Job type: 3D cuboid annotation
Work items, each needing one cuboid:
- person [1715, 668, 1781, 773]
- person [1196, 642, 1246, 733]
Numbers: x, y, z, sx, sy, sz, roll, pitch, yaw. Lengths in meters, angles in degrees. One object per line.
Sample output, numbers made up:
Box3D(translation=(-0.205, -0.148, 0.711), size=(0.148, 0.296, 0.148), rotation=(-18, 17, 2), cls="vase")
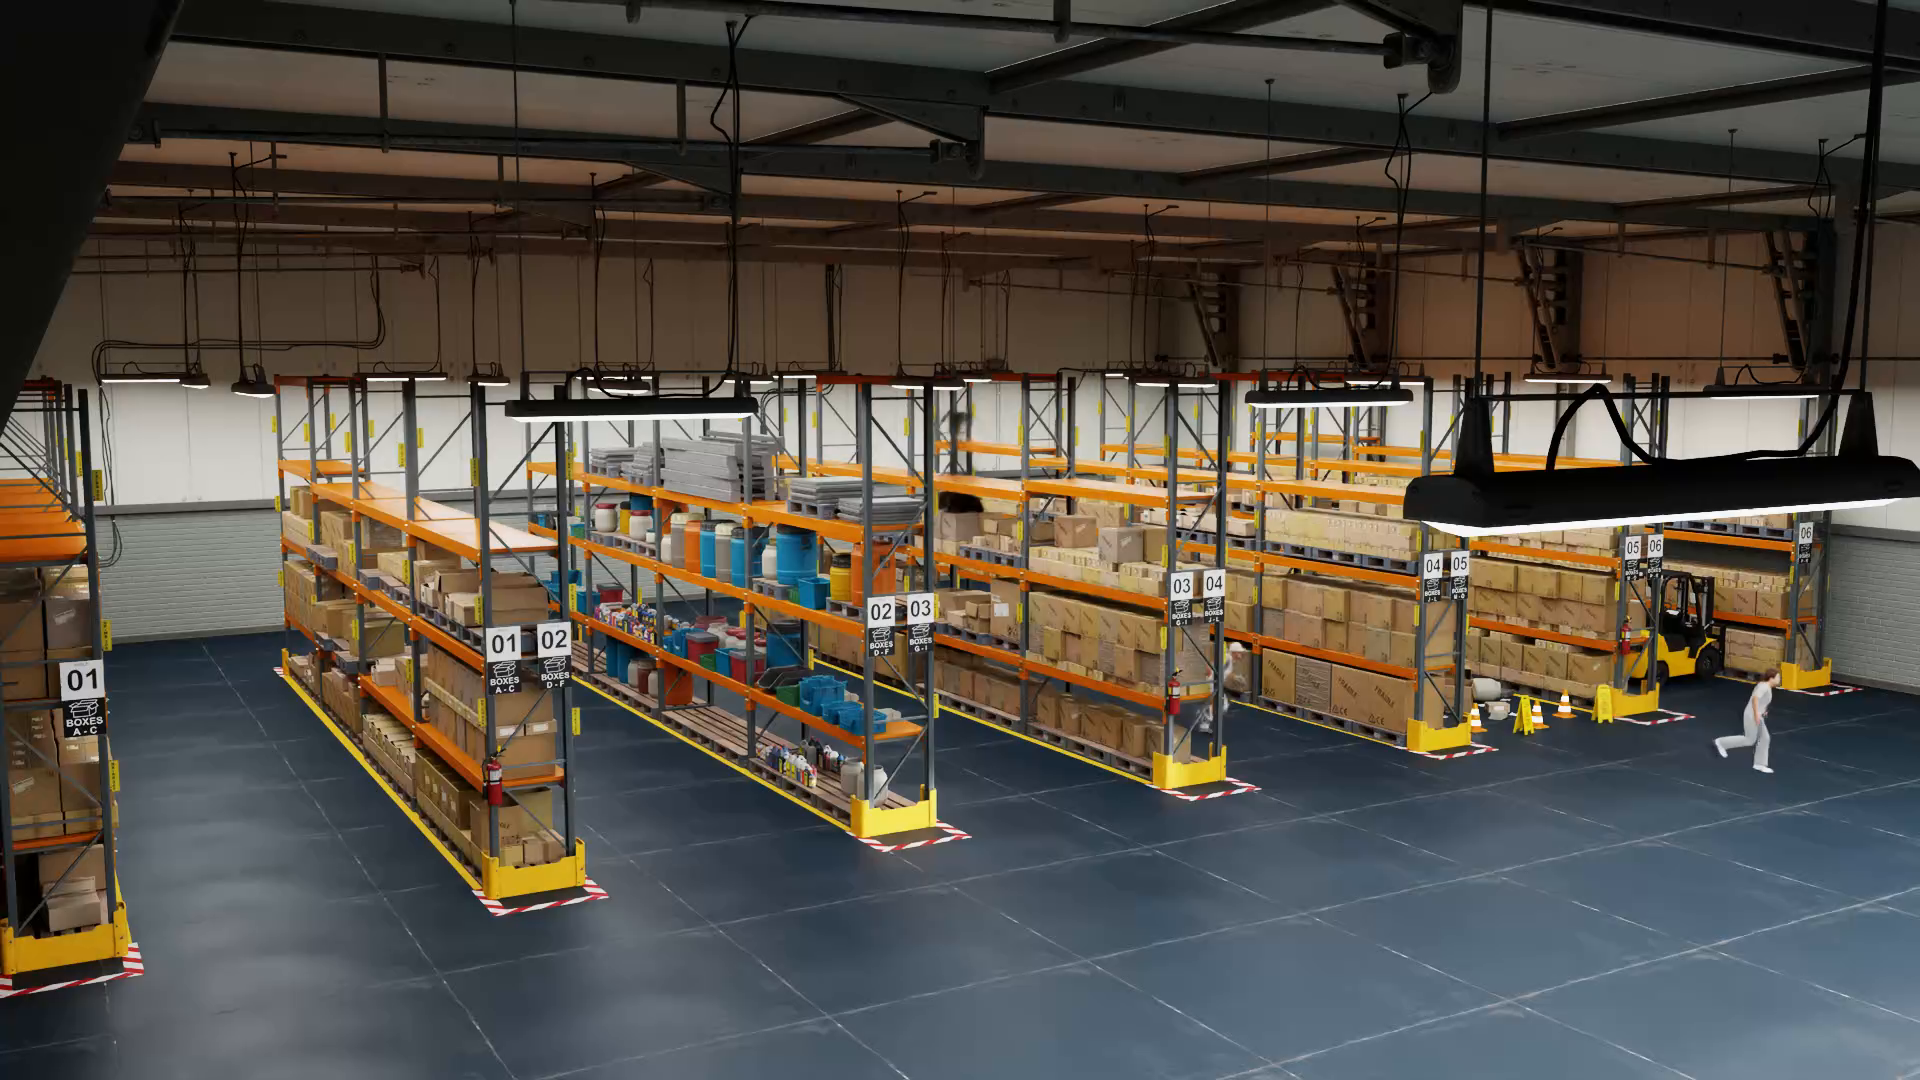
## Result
Box3D(translation=(12.146, 2.756, 25.662), size=(0.874, 1.619, 0.566), rotation=(3, 7, 22), cls="person")
Box3D(translation=(4.372, 2.492, 27.950), size=(0.827, 1.591, 0.694), rotation=(3, 7, 25), cls="person")
